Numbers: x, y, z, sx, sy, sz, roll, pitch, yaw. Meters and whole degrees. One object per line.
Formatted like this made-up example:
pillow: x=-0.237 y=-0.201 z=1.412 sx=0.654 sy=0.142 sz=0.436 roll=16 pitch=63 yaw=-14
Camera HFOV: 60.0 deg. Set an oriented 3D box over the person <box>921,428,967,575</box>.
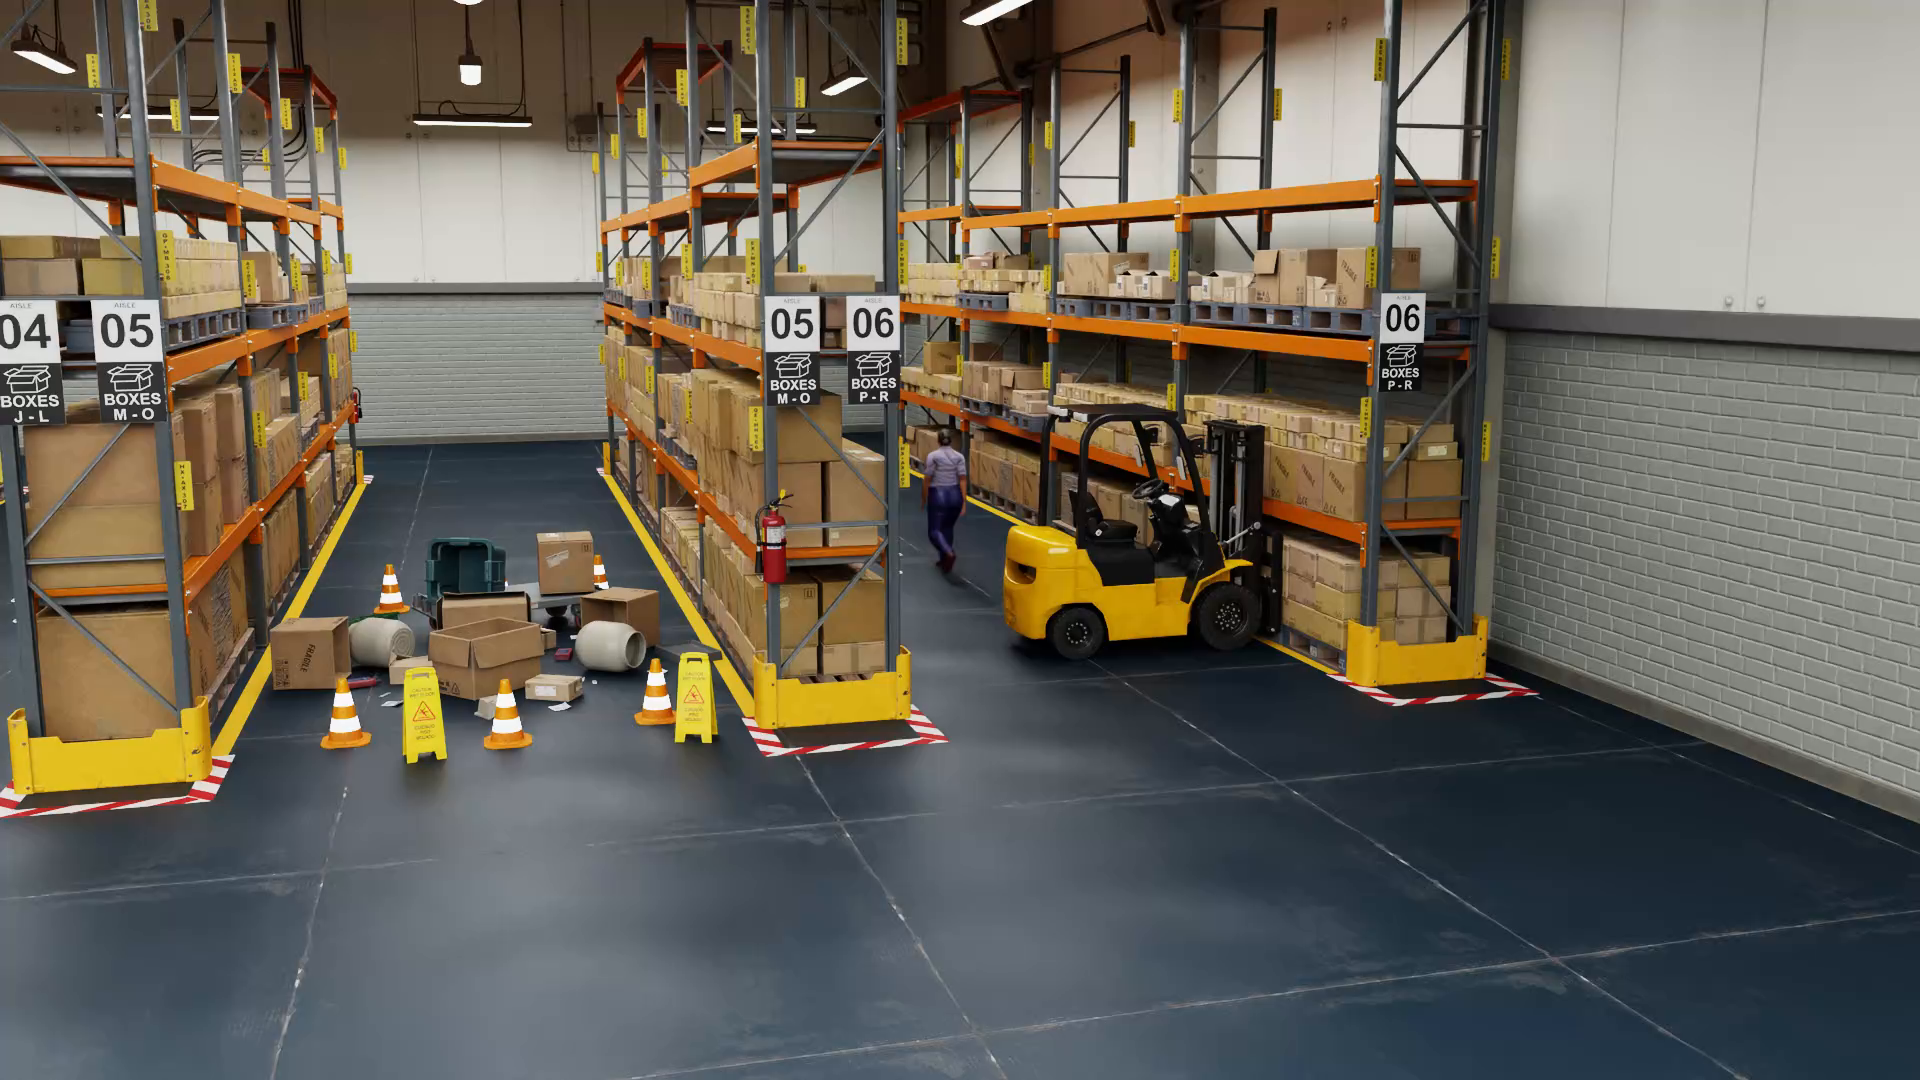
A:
person: x=-0.155 y=-0.436 z=18.500 sx=0.479 sy=1.603 sz=0.899 roll=-4 pitch=10 yaw=-23
